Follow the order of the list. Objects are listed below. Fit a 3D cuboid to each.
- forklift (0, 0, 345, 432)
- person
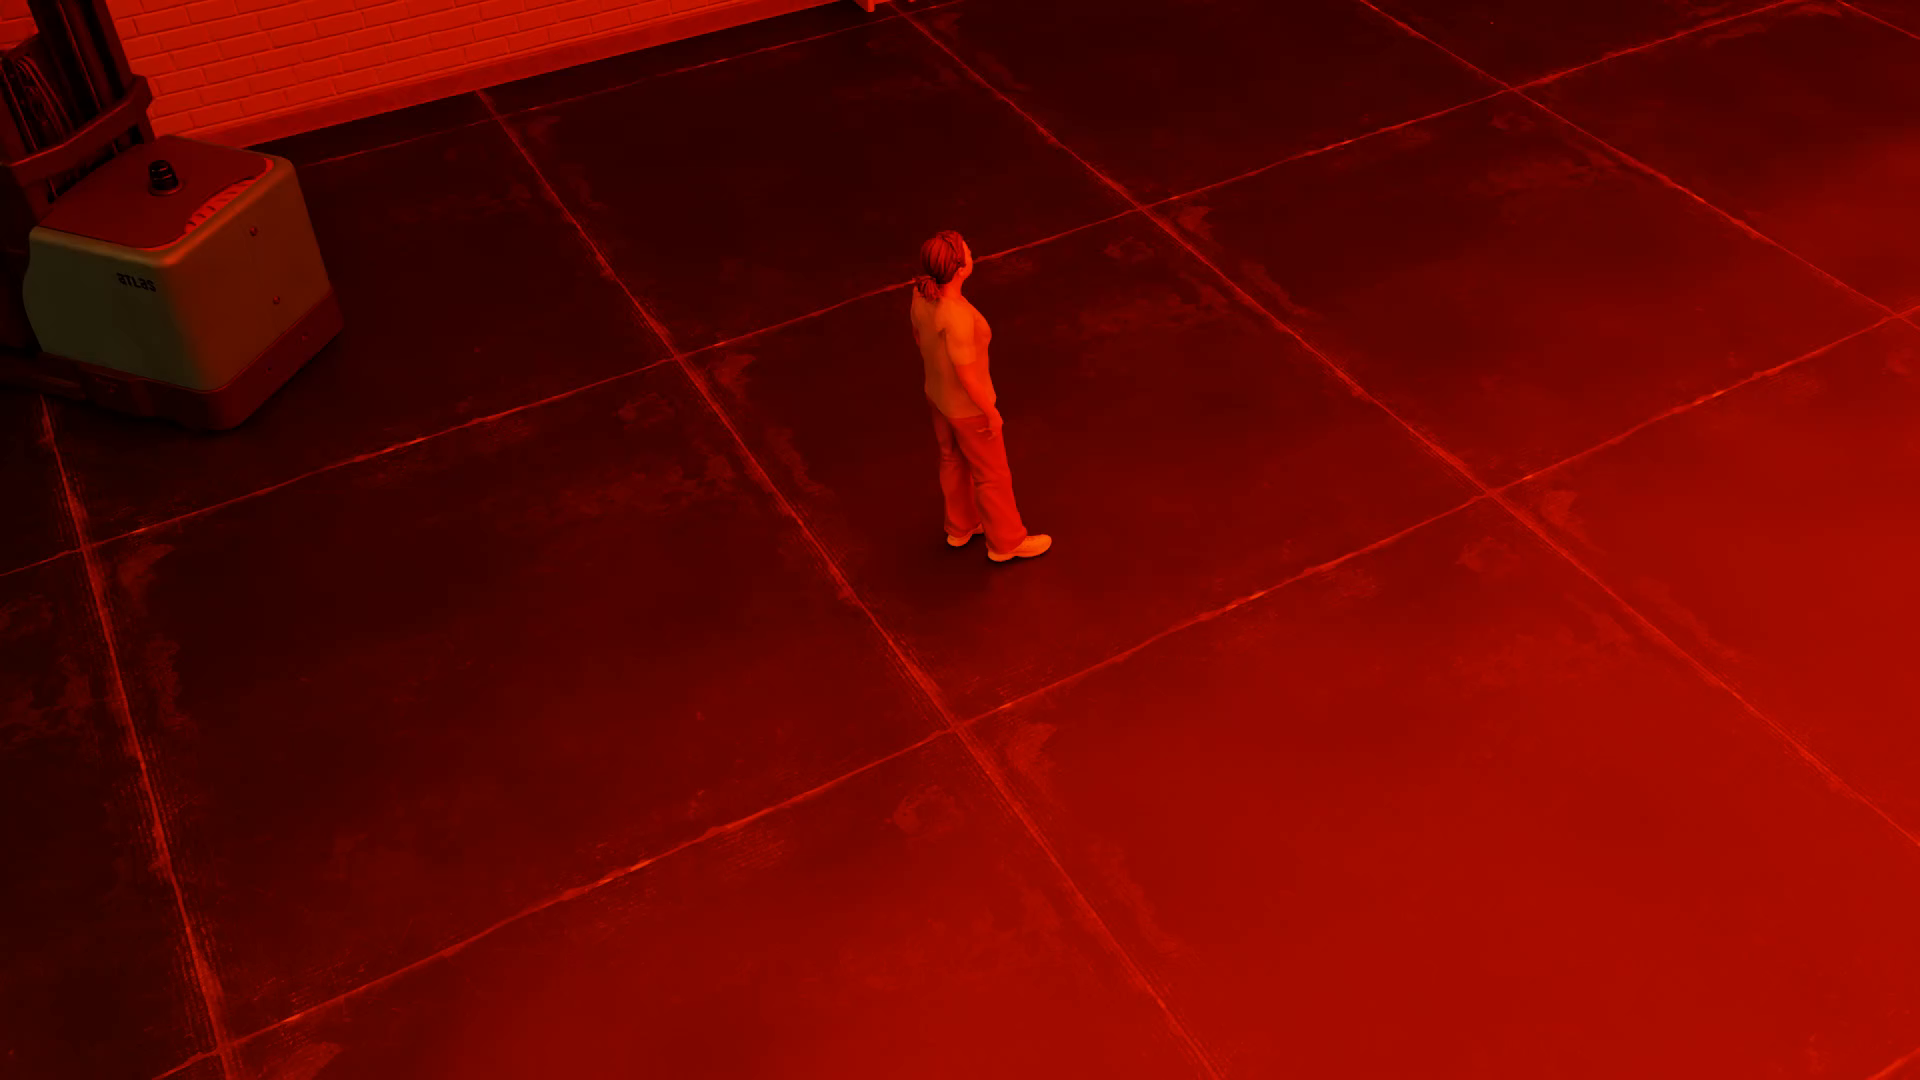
[{"bbox_3d":[-4.901,-2.233,8.105,3.031,2.935,1.130,14,45,14],"label":"forklift"},{"bbox_3d":[0.069,-0.638,7.299,0.549,1.675,0.555,-21,47,-21],"label":"person"}]
